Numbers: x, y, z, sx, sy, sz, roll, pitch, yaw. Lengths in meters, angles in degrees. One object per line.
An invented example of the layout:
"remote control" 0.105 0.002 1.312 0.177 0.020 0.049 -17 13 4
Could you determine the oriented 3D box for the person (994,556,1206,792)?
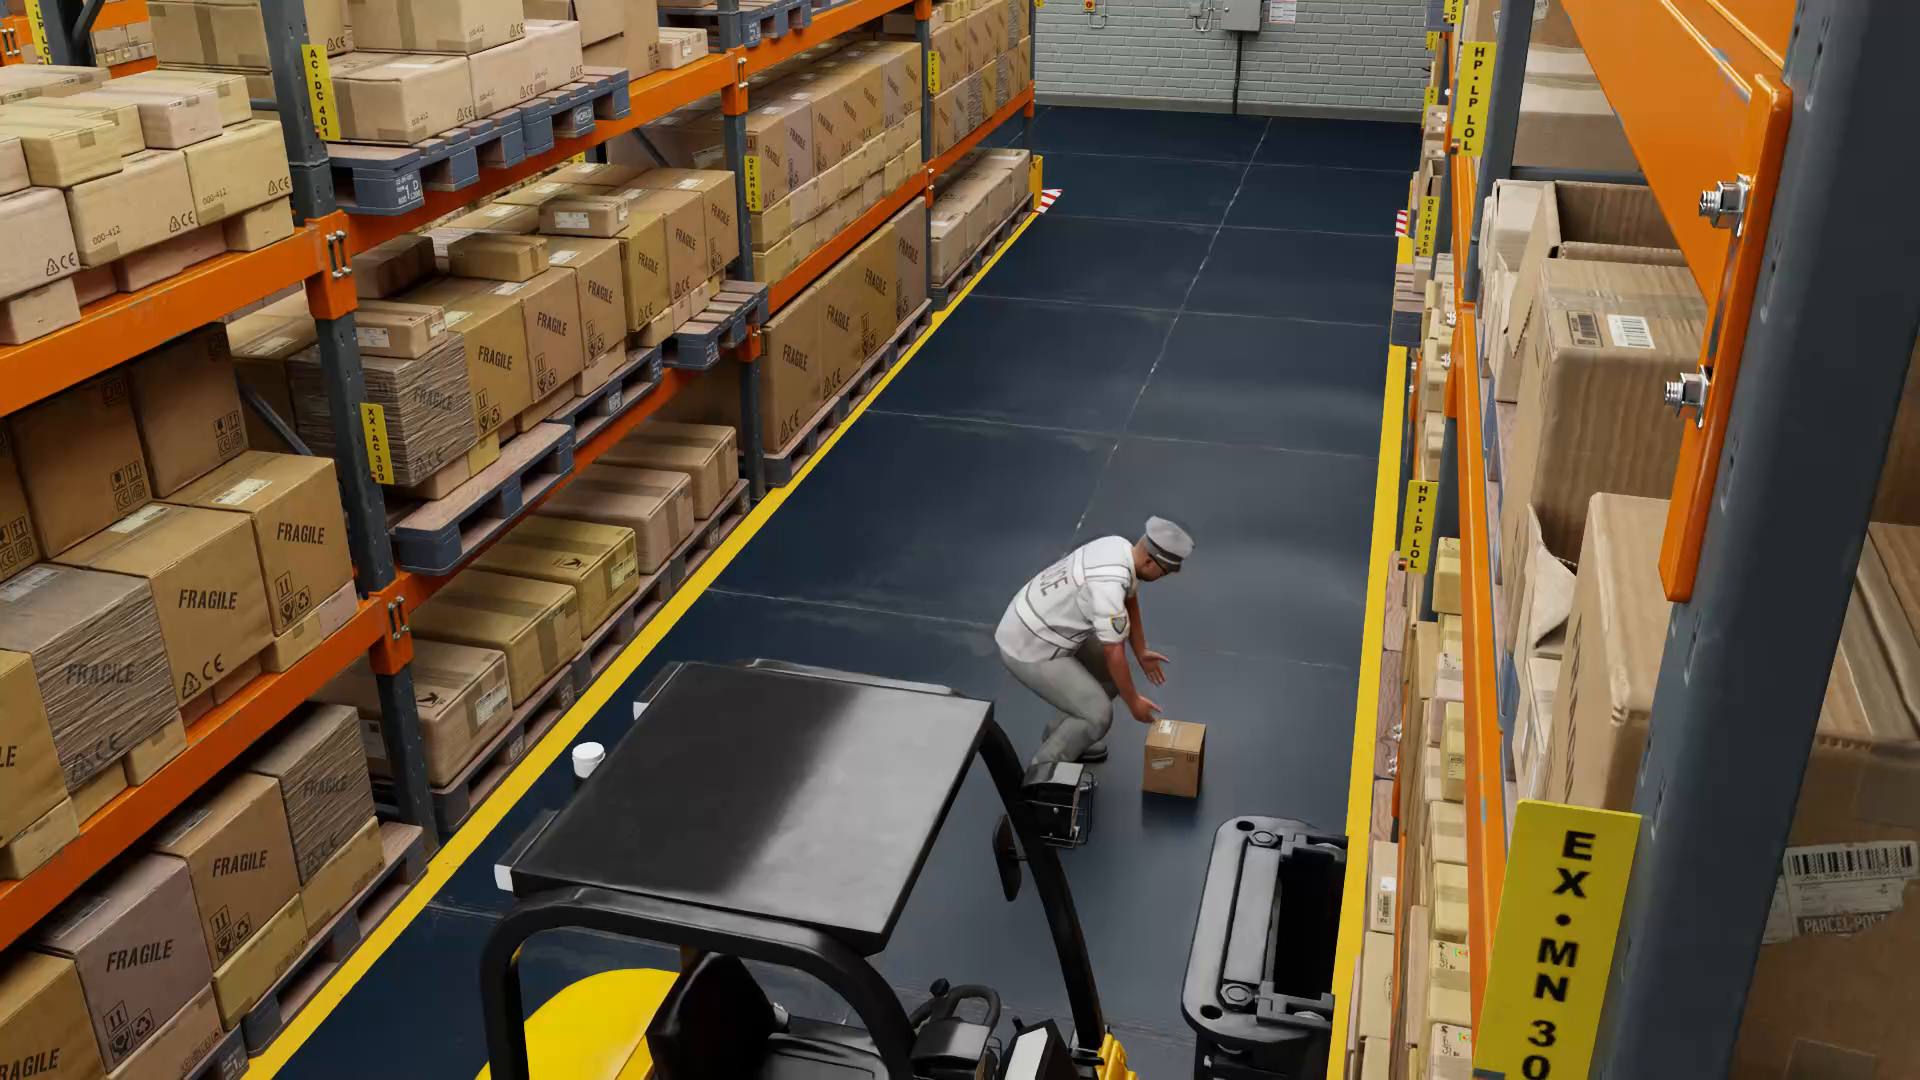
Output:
"person" 0.637 0.578 7.646 0.929 1.096 0.575 6 26 13
